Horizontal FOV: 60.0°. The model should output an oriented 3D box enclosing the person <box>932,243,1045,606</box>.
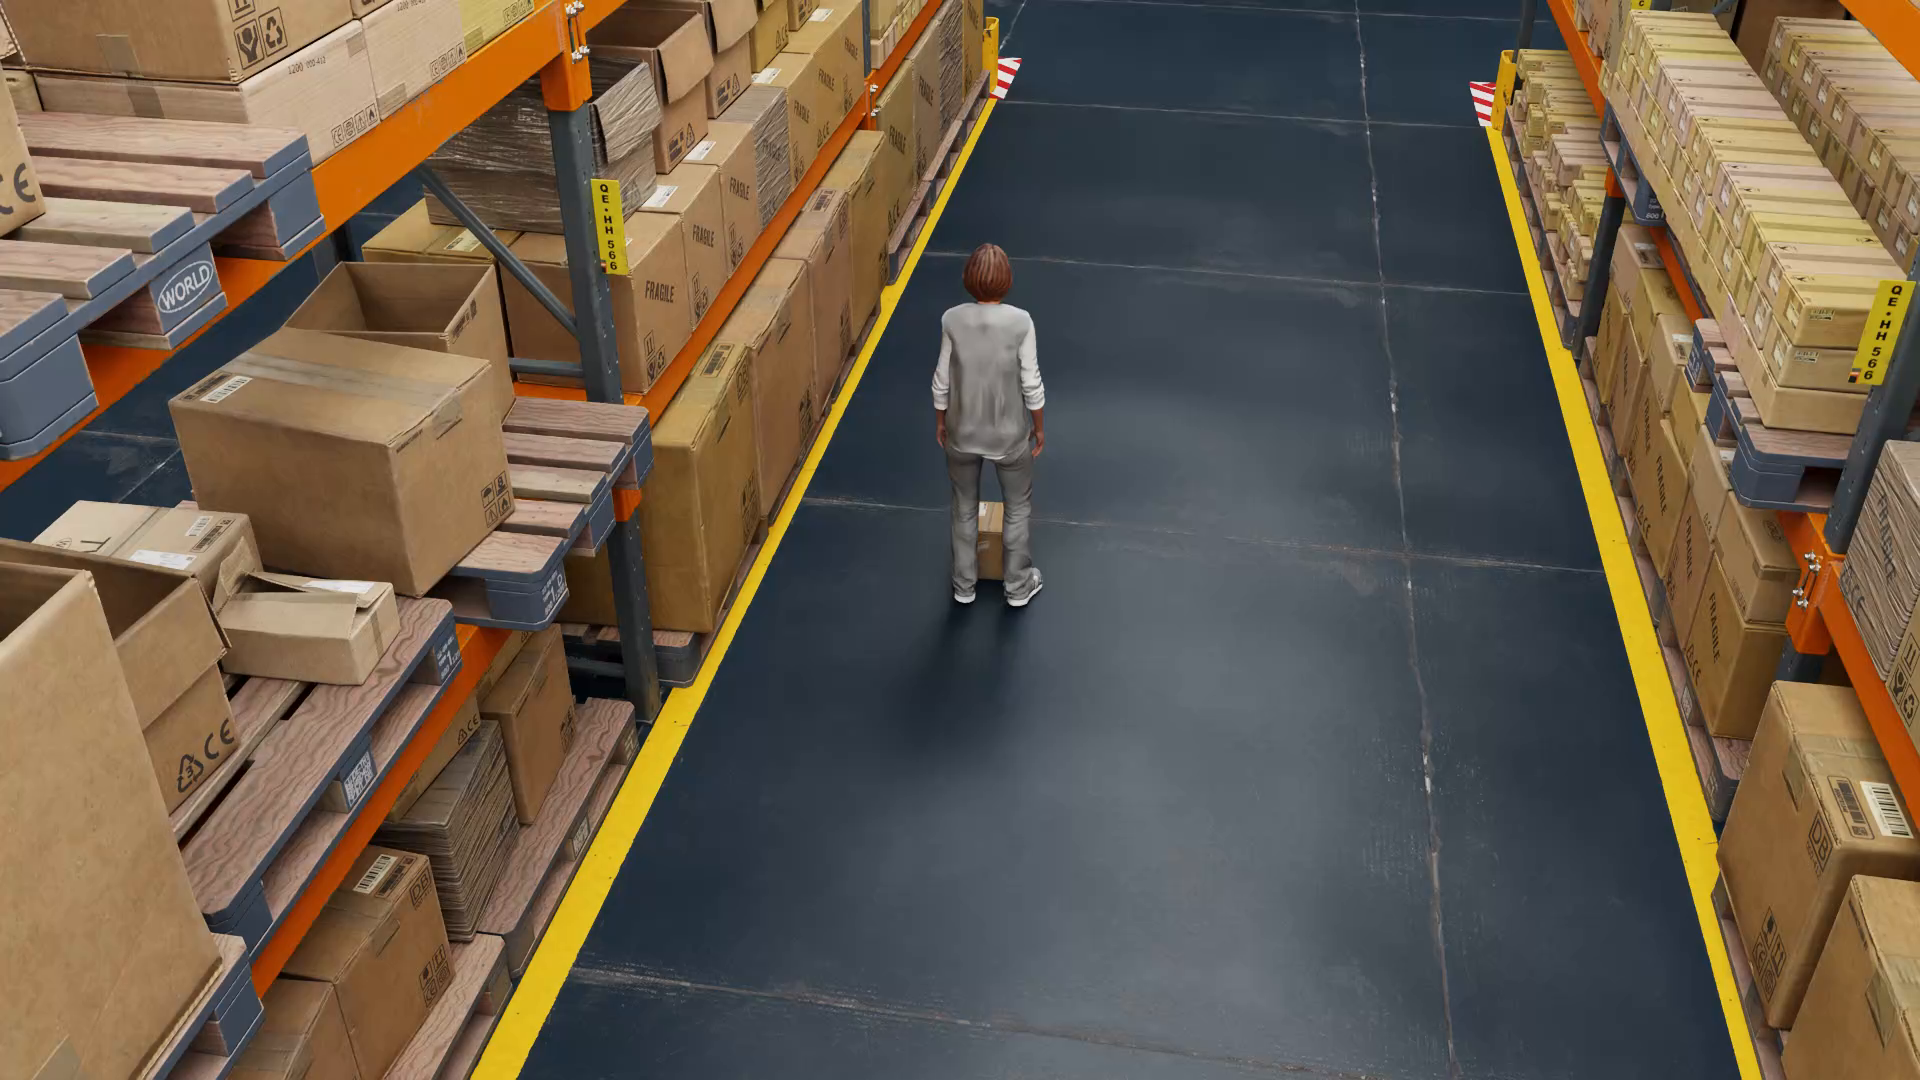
[{"bbox_3d":[0.117,-0.434,6.820,0.462,1.593,0.343,6,33,9],"label":"person"}]
